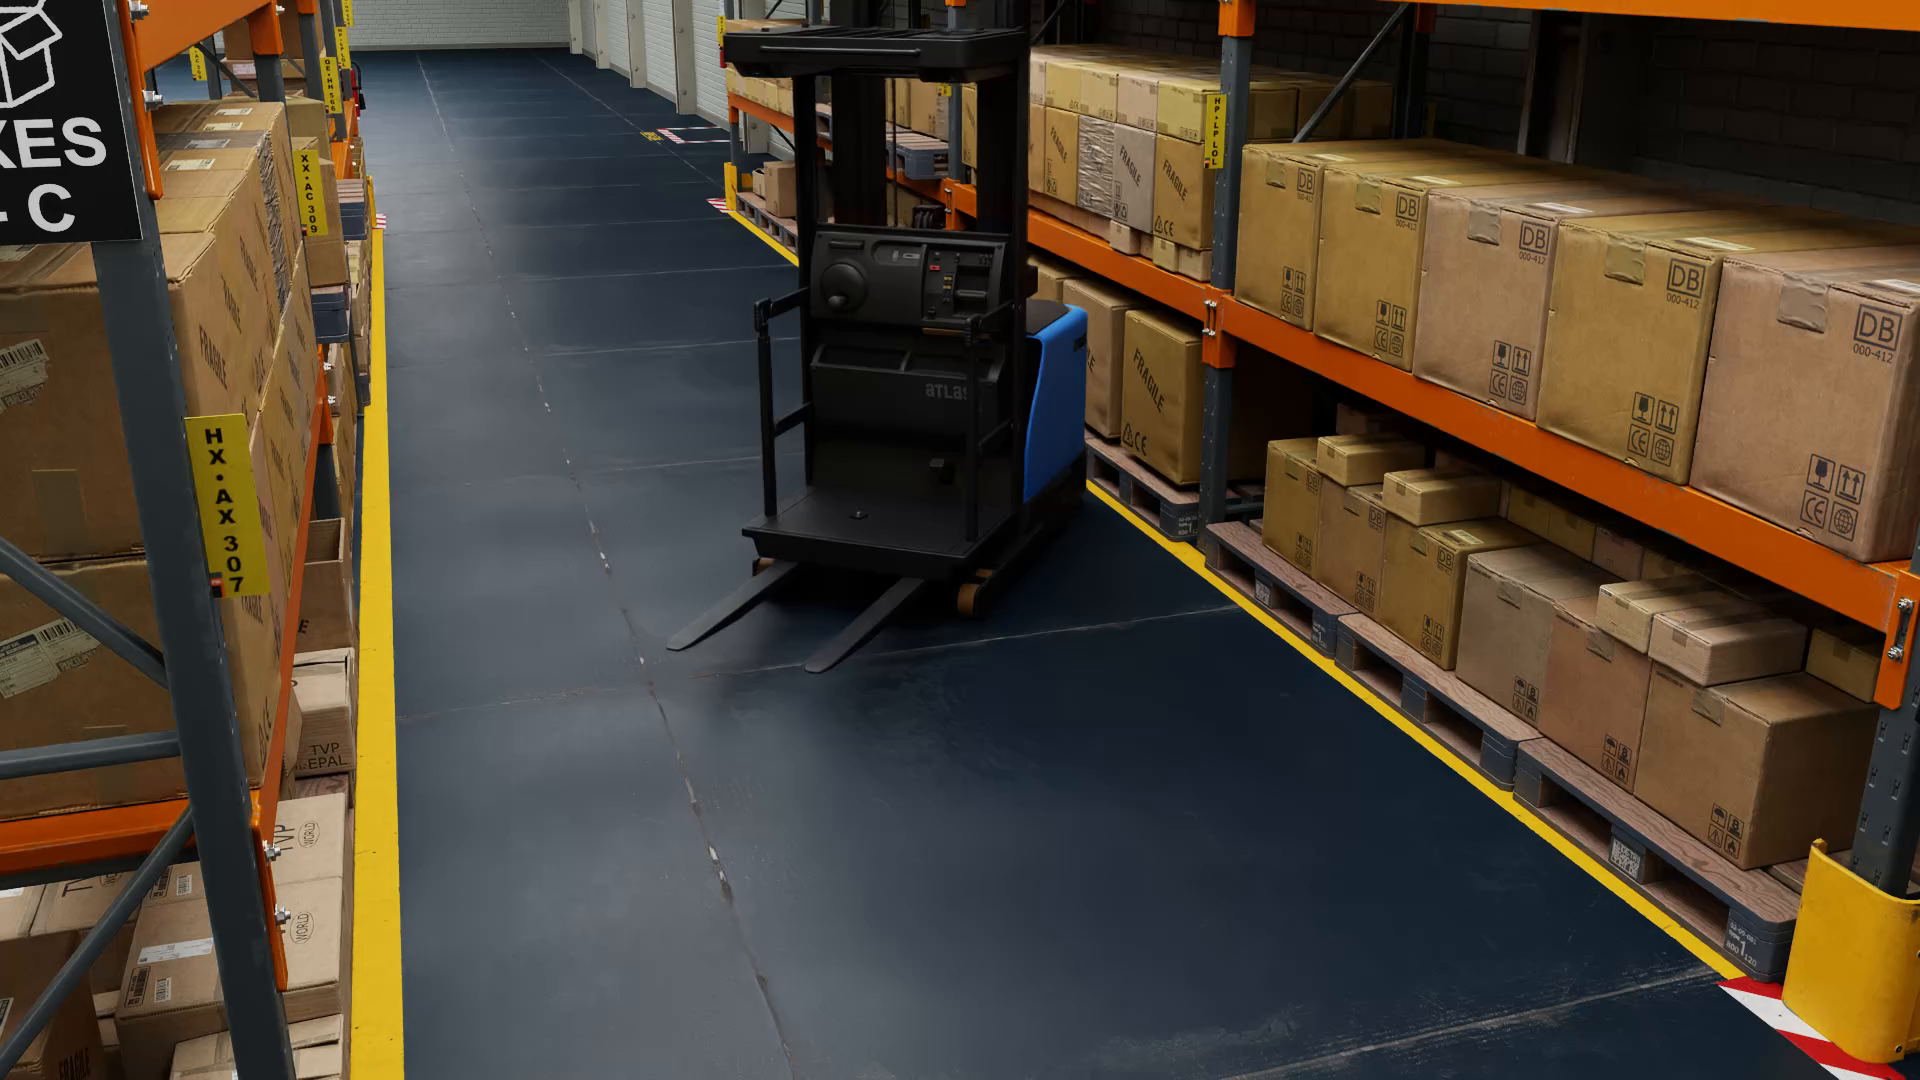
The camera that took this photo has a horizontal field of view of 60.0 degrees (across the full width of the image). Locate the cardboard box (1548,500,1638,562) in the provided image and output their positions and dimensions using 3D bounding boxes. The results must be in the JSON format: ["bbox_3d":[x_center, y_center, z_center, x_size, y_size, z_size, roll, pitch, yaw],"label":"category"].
[{"bbox_3d":[2.443,-0.046,6.224,0.380,0.149,0.250,-6,21,-17],"label":"cardboard box"}]

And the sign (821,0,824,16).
[{"bbox_3d":[-1.567,-5.998,18.498,0.100,0.325,0.005,-6,21,-17],"label":"sign"}]

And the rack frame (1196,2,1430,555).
[{"bbox_3d":[1.671,-1.401,7.880,1.000,3.000,0.127,-6,21,-17],"label":"rack frame"}]

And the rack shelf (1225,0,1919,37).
[{"bbox_3d":[2.300,-1.832,5.708,1.077,0.370,4.000,-6,21,-17],"label":"rack shelf"}]

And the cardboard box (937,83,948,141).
[{"bbox_3d":[0.257,-3.089,11.779,0.700,0.500,0.500,-9,22,-24],"label":"cardboard box"}]

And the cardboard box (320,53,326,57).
[{"bbox_3d":[-5.607,-4.063,14.184,0.380,0.149,0.250,-7,21,-19],"label":"cardboard box"}]

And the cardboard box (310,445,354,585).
[{"bbox_3d":[-2.951,-0.085,7.264,0.500,0.500,0.500,-7,21,-20],"label":"cardboard box"}]

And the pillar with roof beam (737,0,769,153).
[{"bbox_3d":[-7.032,-9.411,21.305,9.100,9.000,0.400,-6,21,-17],"label":"pillar with roof beam"}]

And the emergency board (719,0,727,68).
[{"bbox_3d":[-3.686,-7.842,25.811,0.194,1.169,0.643,-6,21,-17],"label":"emergency board"}]

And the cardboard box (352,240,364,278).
[{"bbox_3d":[-4.821,-2.182,12.671,0.500,0.311,0.500,-6,21,-17],"label":"cardboard box"}]

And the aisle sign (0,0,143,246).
[{"bbox_3d":[-1.473,-0.823,2.424,0.394,0.787,0.004,-6,21,-17],"label":"aisle sign"}]

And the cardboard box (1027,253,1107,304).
[{"bbox_3d":[0.790,-1.339,10.266,0.750,0.750,0.750,-6,21,-17],"label":"cardboard box"}]

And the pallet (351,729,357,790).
[{"bbox_3d":[-2.815,0.659,6.269,1.003,0.211,1.213,-6,21,-17],"label":"pallet"}]

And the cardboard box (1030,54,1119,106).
[{"bbox_3d":[0.643,-2.729,9.849,0.500,0.250,0.500,-6,21,-17],"label":"cardboard box"}]

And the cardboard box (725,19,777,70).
[{"bbox_3d":[-2.236,-5.359,17.981,0.500,0.500,0.500,-6,21,-17],"label":"cardboard box"}]

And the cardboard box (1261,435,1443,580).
[{"bbox_3d":[1.809,-0.171,7.533,0.700,0.500,0.500,-6,21,-17],"label":"cardboard box"}]

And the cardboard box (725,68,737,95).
[{"bbox_3d":[-2.248,-5.000,18.093,0.500,0.250,0.500,-7,21,-19],"label":"cardboard box"}]

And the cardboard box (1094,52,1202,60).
[{"bbox_3d":[1.120,-2.785,10.005,0.500,0.250,0.500,-7,21,-19],"label":"cardboard box"}]

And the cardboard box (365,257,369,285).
[{"bbox_3d":[-5.139,-2.242,13.668,0.500,0.250,0.500,-7,21,-18],"label":"cardboard box"}]

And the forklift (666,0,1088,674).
[{"bbox_3d":[-0.317,-1.181,7.368,1.130,2.935,3.031,7,21,19],"label":"forklift"}]

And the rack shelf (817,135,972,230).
[{"bbox_3d":[-0.215,-2.988,13.362,1.077,0.370,4.000,-6,21,-17],"label":"rack shelf"}]

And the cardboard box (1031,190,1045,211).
[{"bbox_3d":[0.658,-2.120,10.222,0.380,0.149,0.250,-6,21,-16],"label":"cardboard box"}]

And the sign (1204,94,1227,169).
[{"bbox_3d":[1.159,-1.848,7.528,0.100,0.325,0.005,-6,21,-17],"label":"sign"}]

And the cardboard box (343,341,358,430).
[{"bbox_3d":[-3.771,-0.913,9.567,0.500,0.500,0.500,-6,20,-15],"label":"cardboard box"}]

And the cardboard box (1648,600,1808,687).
[{"bbox_3d":[2.400,0.320,5.205,0.380,0.149,0.250,-7,21,-18],"label":"cardboard box"}]

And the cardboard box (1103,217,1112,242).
[{"bbox_3d":[1.003,-1.701,9.057,0.380,0.149,0.250,-6,21,-17],"label":"cardboard box"}]

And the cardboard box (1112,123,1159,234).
[{"bbox_3d":[1.117,-1.882,8.600,0.500,0.500,0.500,-6,21,-17],"label":"cardboard box"}]

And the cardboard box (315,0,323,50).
[{"bbox_3d":[-6.007,-4.563,14.616,0.700,0.500,0.500,-6,21,-17],"label":"cardboard box"}]

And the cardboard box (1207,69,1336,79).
[{"bbox_3d":[1.603,-2.293,8.636,0.500,0.250,0.500,-6,21,-17],"label":"cardboard box"}]

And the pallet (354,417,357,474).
[{"bbox_3d":[-4.089,-0.601,9.778,1.003,0.211,1.213,-6,21,-17],"label":"pallet"}]

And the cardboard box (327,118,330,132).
[{"bbox_3d":[-5.862,-3.798,14.406,0.700,0.500,0.500,-7,21,-18],"label":"cardboard box"}]

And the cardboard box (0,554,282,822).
[{"bbox_3d":[-1.662,0.193,3.295,0.500,0.500,0.500,-6,21,-16],"label":"cardboard box"}]

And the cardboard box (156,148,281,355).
[{"bbox_3d":[-2.147,-0.769,4.493,0.500,0.500,0.500,-7,21,-18],"label":"cardboard box"}]

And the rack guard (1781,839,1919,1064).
[{"bbox_3d":[2.936,1.067,4.707,1.175,0.500,0.348,-6,21,-17],"label":"rack guard"}]

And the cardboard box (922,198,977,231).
[{"bbox_3d":[0.019,-2.483,12.831,0.500,0.250,0.500,-6,21,-16],"label":"cardboard box"}]

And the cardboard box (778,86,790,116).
[{"bbox_3d":[-1.428,-4.188,15.831,0.500,0.250,0.500,-6,21,-17],"label":"cardboard box"}]

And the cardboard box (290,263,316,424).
[{"bbox_3d":[-2.466,-0.622,5.563,0.500,0.500,0.500,-6,21,-16],"label":"cardboard box"}]

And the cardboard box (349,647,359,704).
[{"bbox_3d":[-2.407,0.528,6.076,0.380,0.149,0.250,-6,21,-17],"label":"cardboard box"}]

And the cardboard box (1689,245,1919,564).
[{"bbox_3d":[2.759,-0.421,4.708,0.980,0.700,0.700,-5,20,-15],"label":"cardboard box"}]

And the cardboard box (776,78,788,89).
[{"bbox_3d":[-1.448,-4.539,15.698,0.500,0.500,0.500,-7,21,-18],"label":"cardboard box"}]

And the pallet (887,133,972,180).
[{"bbox_3d":[0.089,-2.812,12.091,1.213,0.211,1.003,-6,21,-17],"label":"pallet"}]

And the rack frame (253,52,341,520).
[{"bbox_3d":[-3.030,-0.874,6.411,1.000,3.000,0.127,-6,21,-17],"label":"rack frame"}]

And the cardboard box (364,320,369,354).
[{"bbox_3d":[-4.332,-1.421,11.382,0.500,0.250,0.500,-7,21,-19],"label":"cardboard box"}]

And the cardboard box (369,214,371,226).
[{"bbox_3d":[-5.870,-3.007,15.798,0.500,0.250,0.500,-6,21,-17],"label":"cardboard box"}]

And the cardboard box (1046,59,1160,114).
[{"bbox_3d":[0.809,-2.565,9.395,0.500,0.250,0.500,-7,21,-18],"label":"cardboard box"}]

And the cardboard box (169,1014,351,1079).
[{"bbox_3d":[-1.657,1.285,3.941,0.380,0.166,0.250,-6,21,-17],"label":"cardboard box"}]

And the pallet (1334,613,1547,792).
[{"bbox_3d":[2.223,0.556,6.557,1.003,0.211,1.213,-6,21,-17],"label":"pallet"}]

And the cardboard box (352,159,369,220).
[{"bbox_3d":[-5.708,-3.200,15.226,0.500,0.500,0.500,-6,21,-17],"label":"cardboard box"}]

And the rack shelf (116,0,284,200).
[{"bbox_3d":[-2.401,-1.305,4.239,1.077,0.370,4.000,-6,21,-17],"label":"rack shelf"}]

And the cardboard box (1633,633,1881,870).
[{"bbox_3d":[2.614,0.647,5.254,0.700,0.500,0.500,-6,21,-17],"label":"cardboard box"}]
